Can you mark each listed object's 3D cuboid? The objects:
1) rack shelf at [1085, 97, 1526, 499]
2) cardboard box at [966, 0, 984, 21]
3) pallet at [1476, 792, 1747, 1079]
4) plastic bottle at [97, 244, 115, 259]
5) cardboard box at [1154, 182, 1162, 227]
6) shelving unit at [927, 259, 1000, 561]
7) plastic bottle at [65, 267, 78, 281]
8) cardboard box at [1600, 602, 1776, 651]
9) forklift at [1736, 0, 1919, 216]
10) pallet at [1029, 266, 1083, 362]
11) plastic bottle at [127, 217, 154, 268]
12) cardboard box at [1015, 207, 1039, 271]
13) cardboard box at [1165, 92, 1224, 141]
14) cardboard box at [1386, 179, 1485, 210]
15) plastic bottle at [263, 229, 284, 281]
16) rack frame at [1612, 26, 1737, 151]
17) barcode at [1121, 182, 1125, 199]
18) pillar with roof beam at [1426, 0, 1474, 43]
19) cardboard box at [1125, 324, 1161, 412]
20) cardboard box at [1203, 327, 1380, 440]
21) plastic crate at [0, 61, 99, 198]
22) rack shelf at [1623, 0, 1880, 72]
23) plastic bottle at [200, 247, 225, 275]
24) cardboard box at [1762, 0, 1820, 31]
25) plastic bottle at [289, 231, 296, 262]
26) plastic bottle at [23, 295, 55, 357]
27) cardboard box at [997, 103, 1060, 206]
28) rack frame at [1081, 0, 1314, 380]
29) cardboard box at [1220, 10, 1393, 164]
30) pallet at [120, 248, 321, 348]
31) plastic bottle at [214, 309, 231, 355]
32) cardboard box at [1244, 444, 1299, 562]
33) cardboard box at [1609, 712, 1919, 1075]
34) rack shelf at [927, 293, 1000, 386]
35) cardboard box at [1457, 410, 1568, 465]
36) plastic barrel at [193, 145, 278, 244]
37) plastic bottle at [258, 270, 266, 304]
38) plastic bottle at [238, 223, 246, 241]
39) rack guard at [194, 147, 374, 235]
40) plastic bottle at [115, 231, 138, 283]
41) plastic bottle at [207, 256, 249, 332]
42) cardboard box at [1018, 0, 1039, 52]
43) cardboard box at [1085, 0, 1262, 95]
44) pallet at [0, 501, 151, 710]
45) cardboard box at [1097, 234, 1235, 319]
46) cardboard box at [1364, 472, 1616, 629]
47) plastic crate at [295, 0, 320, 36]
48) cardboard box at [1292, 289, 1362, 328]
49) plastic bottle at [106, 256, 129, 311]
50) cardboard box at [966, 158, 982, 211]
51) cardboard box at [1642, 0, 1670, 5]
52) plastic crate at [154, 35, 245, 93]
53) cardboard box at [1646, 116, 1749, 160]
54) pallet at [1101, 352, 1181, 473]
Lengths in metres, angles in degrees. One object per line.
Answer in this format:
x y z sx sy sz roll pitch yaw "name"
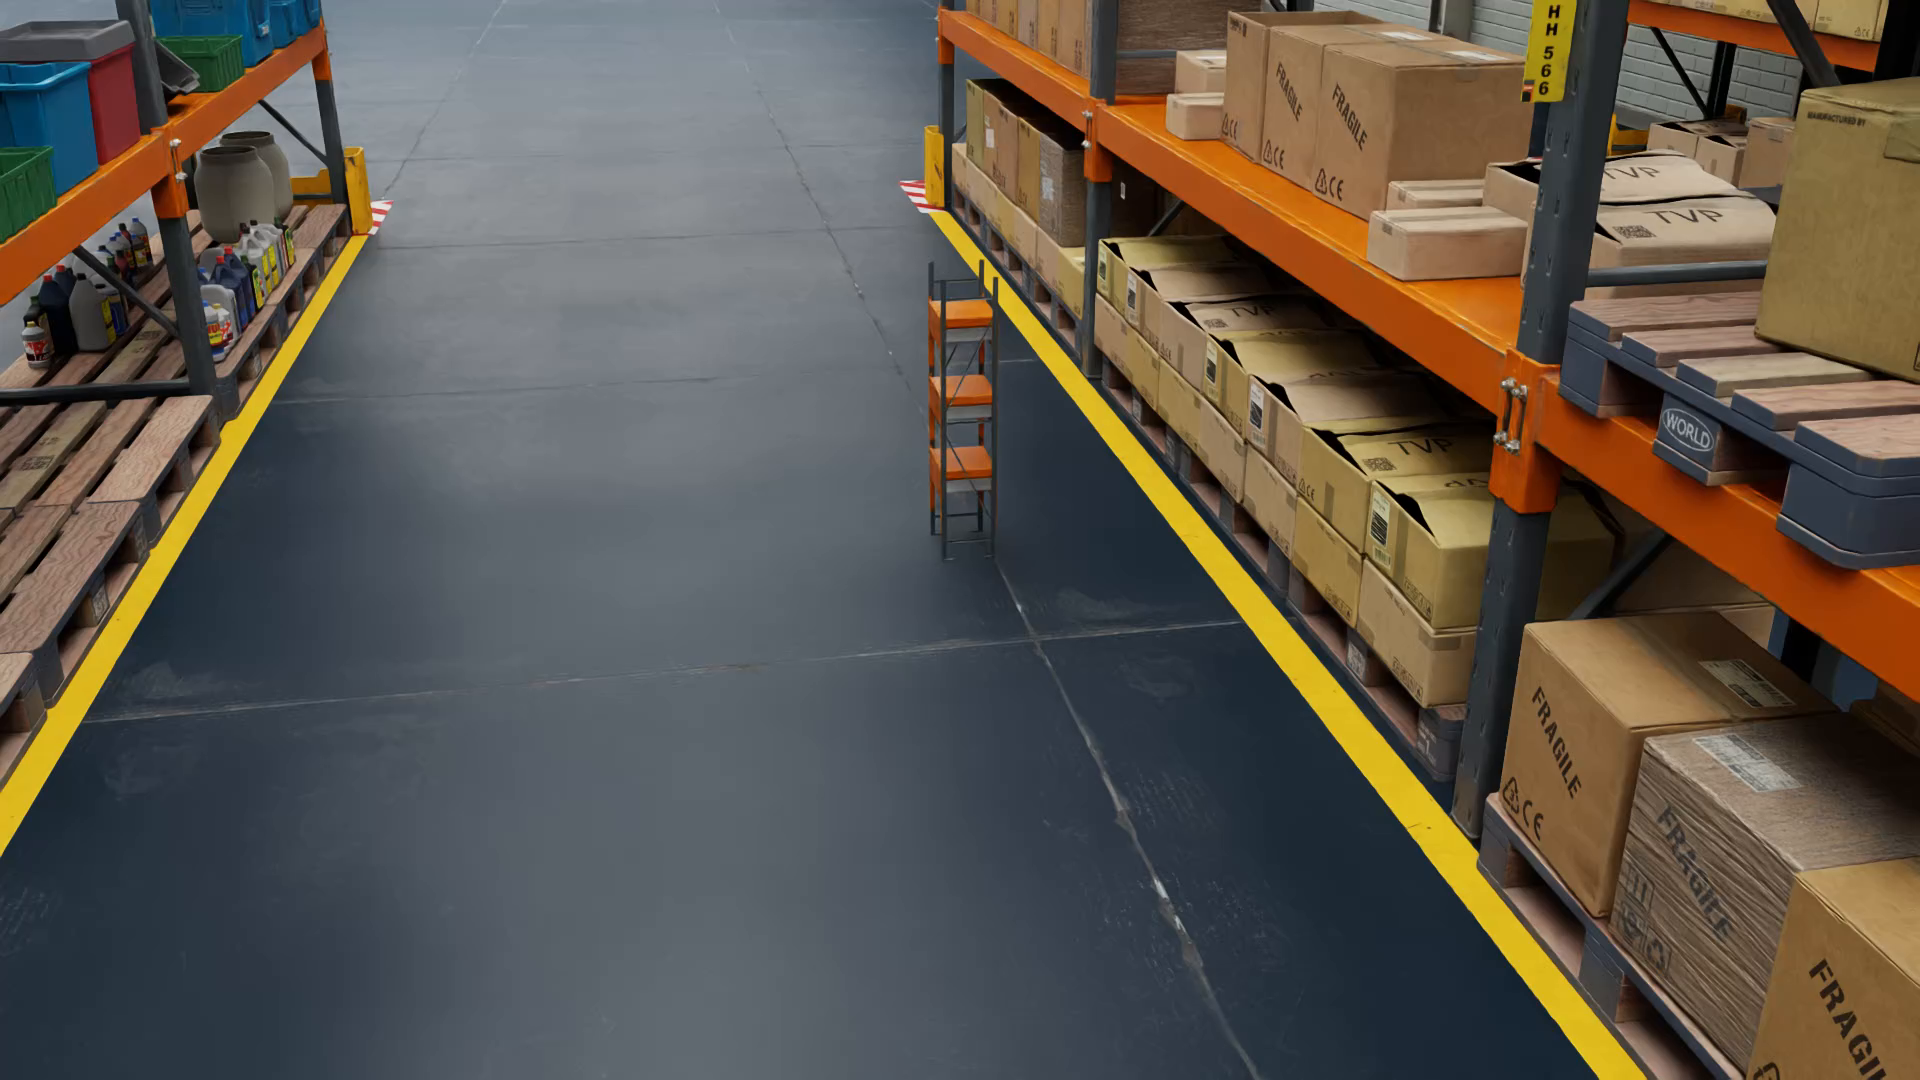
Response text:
1.464 -1.089 5.895 1.077 0.370 4.000 -4 24 -10 "rack shelf"
0.429 -3.640 10.712 0.700 0.500 0.500 -4 24 -10 "cardboard box"
1.935 0.942 3.829 1.003 0.211 1.213 -4 24 -10 "pallet"
-4.365 -1.375 8.510 0.097 0.271 0.097 0 24 0 "plastic bottle"
1.216 -1.883 8.788 0.500 0.500 0.500 -4 24 -10 "cardboard box"
0.010 -0.460 5.992 0.215 1.050 0.252 -4 24 -10 "shelving unit"
-4.283 -1.166 8.016 0.061 0.283 0.133 -3 24 -6 "plastic bottle"
2.026 0.208 4.938 0.500 0.250 0.500 -4 24 -10 "cardboard box"
4.505 -1.747 6.588 3.031 2.935 1.130 -5 24 -12 "forklift"
0.989 -1.244 8.834 1.003 0.211 1.213 -4 24 -10 "pallet"
-4.485 -1.629 9.091 0.097 0.271 0.097 0 24 0 "plastic bottle"
0.604 -1.697 9.299 0.500 0.250 0.500 -4 24 -10 "cardboard box"
1.057 -1.727 6.770 0.380 0.149 0.250 -4 24 -10 "cardboard box"
1.543 -1.015 5.139 0.380 0.149 0.250 -3 24 -6 "cardboard box"
-3.698 -1.522 8.839 0.152 0.276 0.135 -5 24 -11 "plastic bottle"
5.222 -4.147 11.998 1.000 3.000 0.127 -4 24 -10 "rack frame"
0.733 -1.570 7.472 0.001 0.075 0.075 -4 24 -10 "barcode"
0.862 -8.726 14.987 9.100 9.000 0.400 -4 24 -10 "pillar with roof beam"
1.019 -0.760 7.153 0.500 0.250 0.500 -4 24 -8 "cardboard box"
1.212 -0.609 6.108 0.500 0.311 0.500 -4 24 -8 "cardboard box"
-3.264 -1.422 5.779 0.392 0.384 0.575 -4 24 -10 "plastic crate"
5.592 -3.031 10.340 1.077 0.370 4.000 -4 24 -10 "rack shelf"
-3.770 -1.363 8.476 0.152 0.276 0.135 -4 24 -10 "plastic bottle"
5.290 -3.269 10.150 0.500 0.250 0.500 -4 24 -9 "cardboard box"
-3.743 -1.643 9.211 0.097 0.201 0.097 0 24 0 "plastic bottle"
-4.187 -0.962 7.549 0.061 0.283 0.133 -3 24 -7 "plastic bottle"
0.510 -2.237 9.599 0.500 0.500 0.500 -4 24 -10 "cardboard box"
1.094 -2.206 7.552 1.000 3.000 0.127 -4 24 -10 "rack frame"
1.318 -1.741 6.363 0.500 0.500 0.500 -3 24 -6 "cardboard box"
-4.086 -1.311 8.987 1.003 0.211 1.213 -4 24 -10 "pallet"
-3.421 -0.957 7.641 0.097 0.201 0.097 0 24 0 "plastic bottle"
1.308 -0.154 5.766 0.500 0.250 0.500 -4 24 -9 "cardboard box"
1.740 0.717 3.433 0.500 0.500 0.500 -5 24 -12 "cardboard box"
0.010 -0.710 5.882 0.215 0.259 0.240 -4 24 -10 "rack shelf"
1.921 -0.255 5.297 0.500 0.311 0.500 -5 24 -11 "cardboard box"
-4.224 -2.016 9.701 0.421 0.512 0.421 0 24 0 "plastic barrel"
-3.580 -1.295 8.415 0.097 0.201 0.097 0 24 0 "plastic bottle"
-3.828 -1.571 8.944 0.061 0.283 0.133 -4 24 -10 "plastic bottle"
-4.453 -2.242 10.759 1.175 0.500 0.348 -4 24 -10 "rack guard"
-4.421 -1.494 8.782 0.097 0.271 0.097 0 24 0 "plastic bottle"
-3.516 -1.176 7.956 0.144 0.351 0.185 -4 24 -8 "plastic bottle"
0.718 -3.031 9.318 0.700 0.500 0.500 -4 24 -8 "cardboard box"
1.006 -2.425 7.931 0.700 0.500 0.500 -5 24 -11 "cardboard box"
-3.362 0.224 5.473 1.003 0.211 1.213 -4 24 -10 "pallet"
0.926 -1.214 7.492 0.500 0.311 0.500 -4 24 -10 "cardboard box"
1.495 -0.009 4.734 0.500 0.311 0.500 -4 24 -8 "cardboard box"
-4.127 -3.171 9.948 0.499 0.251 0.616 -4 24 -10 "plastic crate"
1.643 -0.856 6.673 0.500 0.311 0.500 -4 24 -10 "cardboard box"
-4.176 -1.249 8.207 0.061 0.283 0.133 -4 24 -10 "plastic bottle"
0.331 -2.288 10.651 0.500 0.250 0.500 -4 24 -10 "cardboard box"
5.001 -3.872 11.530 0.500 0.250 0.500 -5 24 -11 "cardboard box"
-3.748 -2.298 8.029 0.450 0.188 0.662 -4 24 -10 "plastic crate"
5.262 -2.838 11.809 0.500 0.311 0.500 -7 25 -16 "cardboard box"
1.269 -0.641 7.453 1.003 0.211 1.213 -4 24 -10 "pallet"
